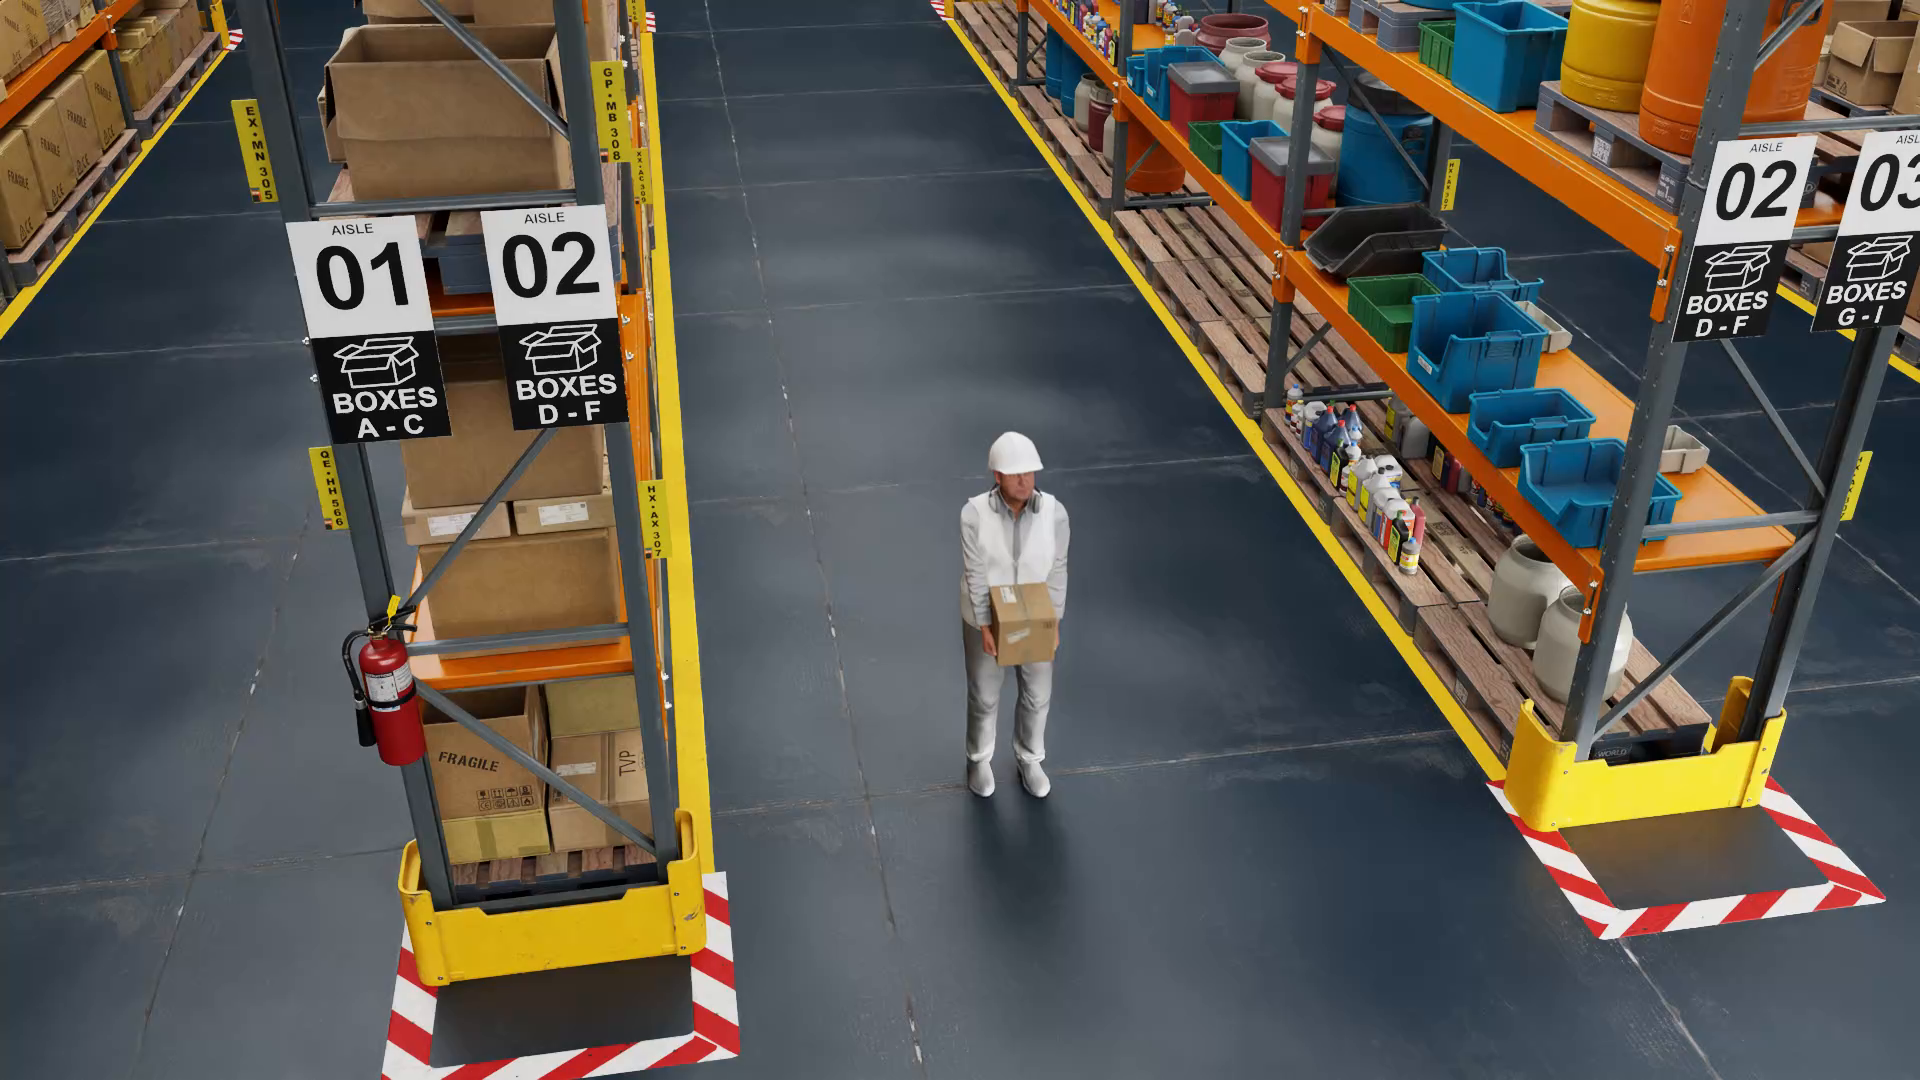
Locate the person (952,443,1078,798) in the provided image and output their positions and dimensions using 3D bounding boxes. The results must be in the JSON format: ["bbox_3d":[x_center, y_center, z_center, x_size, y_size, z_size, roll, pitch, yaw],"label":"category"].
[{"bbox_3d":[0.250,0.347,7.522,0.592,1.771,0.475,-7,31,-12],"label":"person"}]
